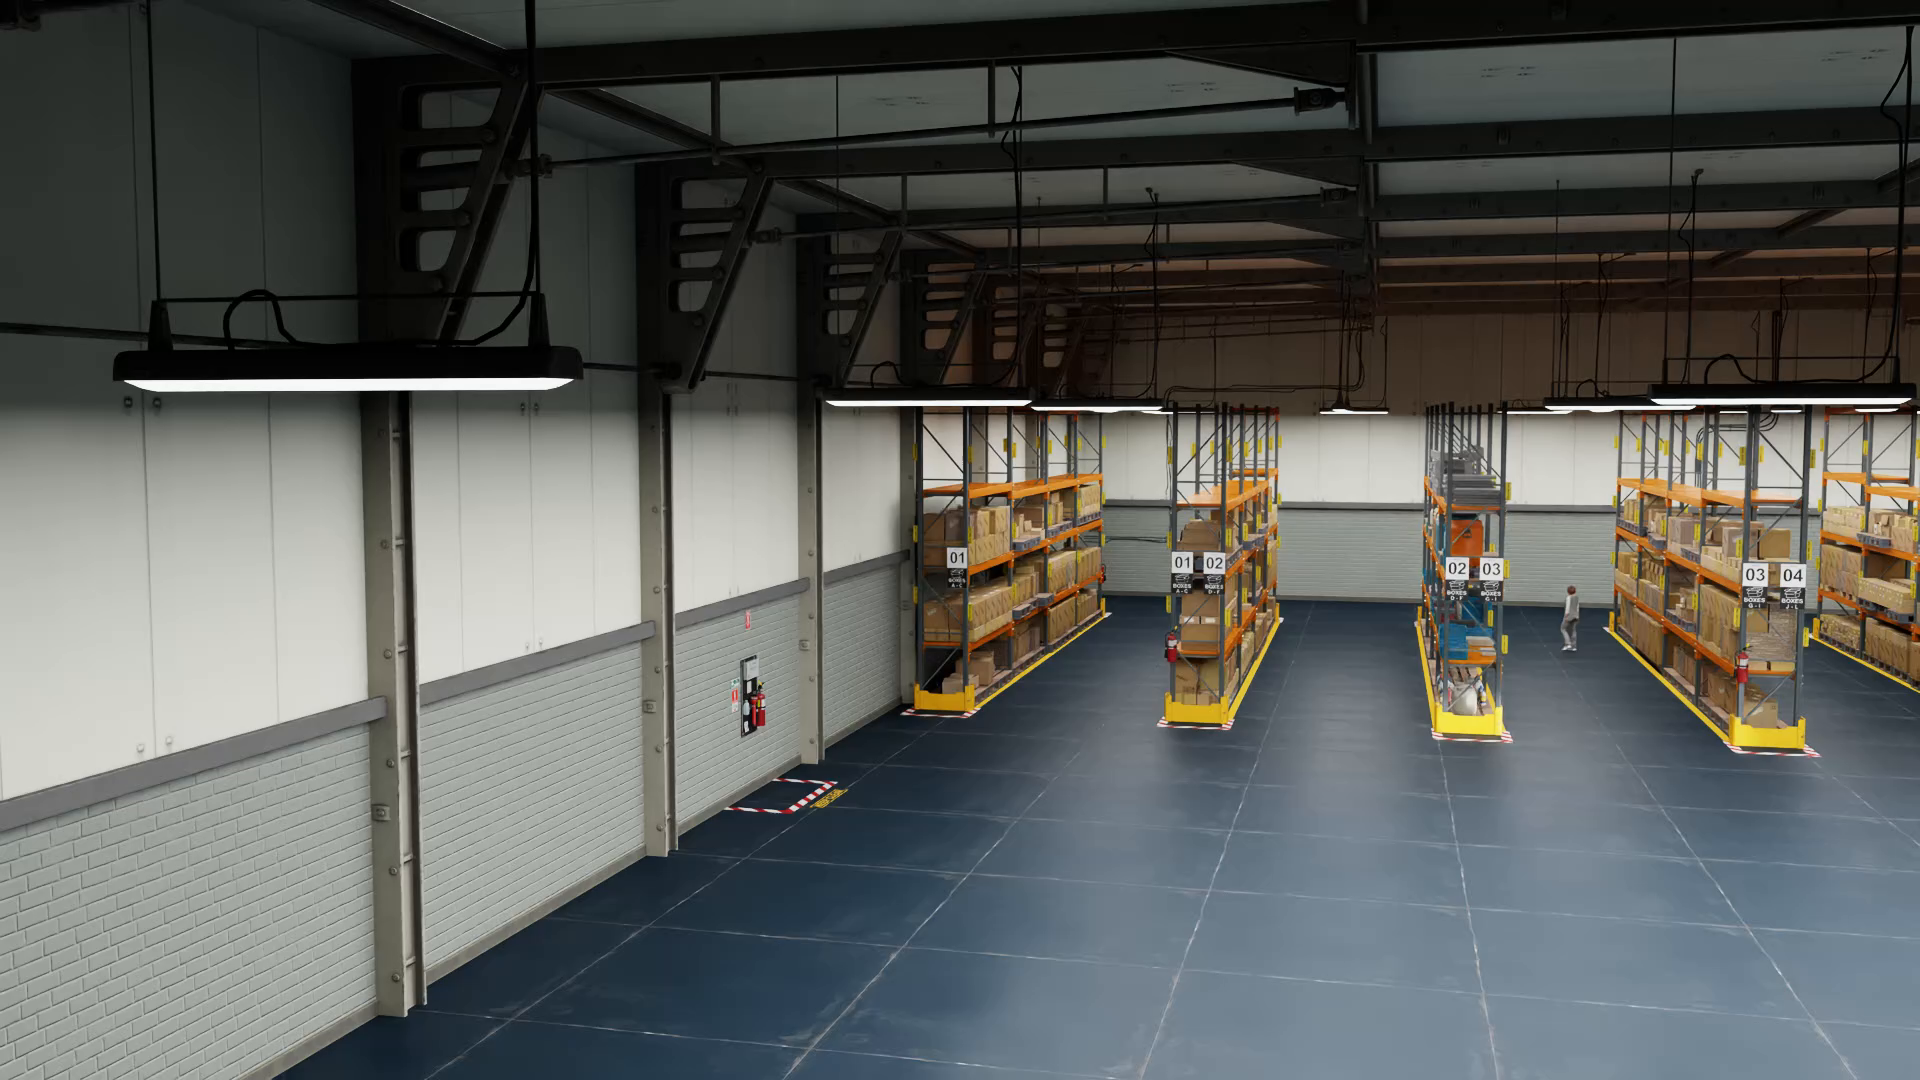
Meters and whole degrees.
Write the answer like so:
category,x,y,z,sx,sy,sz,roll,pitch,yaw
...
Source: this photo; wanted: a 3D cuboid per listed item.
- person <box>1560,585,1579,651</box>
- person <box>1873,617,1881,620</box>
category,x,y,z,sx,sy,sz,roll,pitch,yaw
person,14.991,1.921,40.771,0.446,1.612,0.372,-2,5,-24
person,26.059,1.400,46.793,0.664,1.711,0.542,1,4,14
